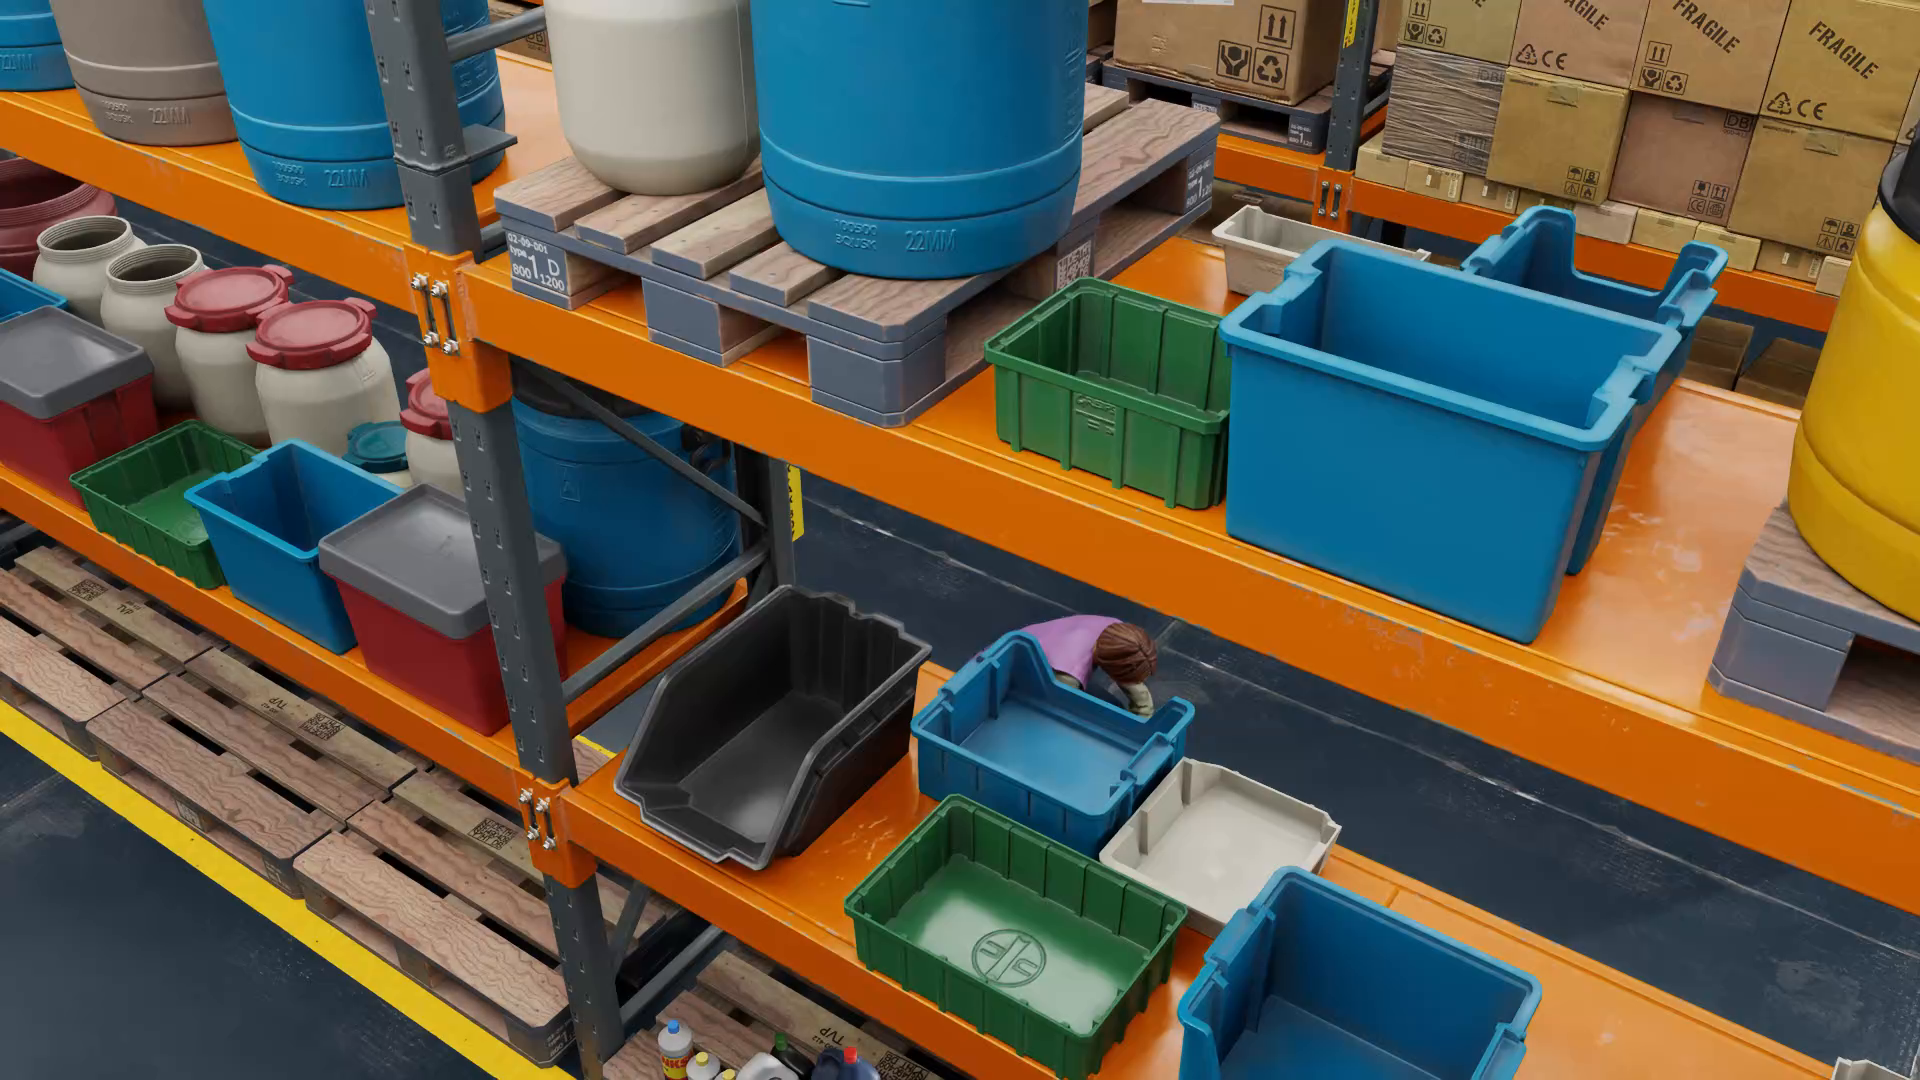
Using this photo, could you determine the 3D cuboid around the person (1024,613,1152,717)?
[{"bbox_3d":[0.384,0.587,5.919,0.424,0.916,0.823,-29,44,-35],"label":"person"}]
